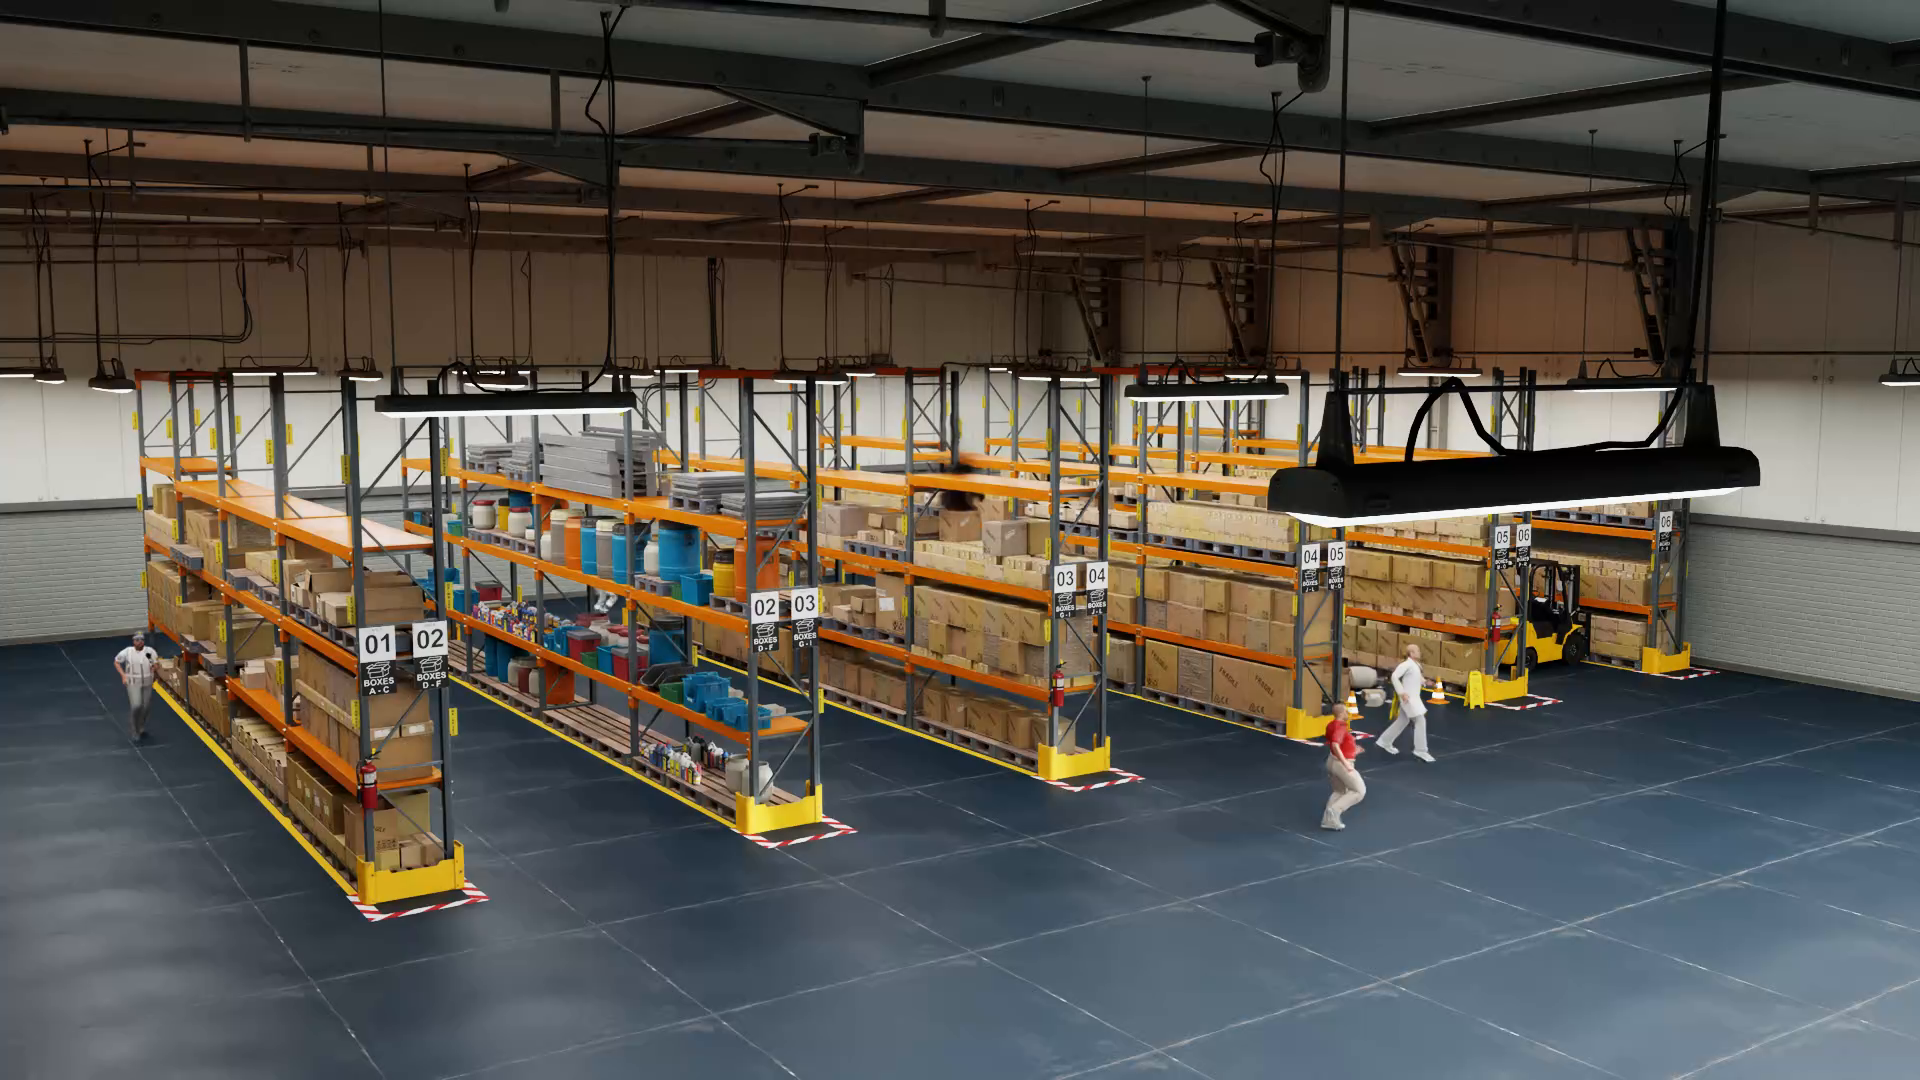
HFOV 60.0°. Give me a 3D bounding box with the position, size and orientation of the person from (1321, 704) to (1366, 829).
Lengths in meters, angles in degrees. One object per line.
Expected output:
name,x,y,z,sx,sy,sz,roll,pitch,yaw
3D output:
person,5.103,3.004,22.038,0.597,1.684,0.651,-1,7,-11

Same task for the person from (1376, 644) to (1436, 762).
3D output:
person,6.981,2.524,25.954,0.920,1.828,0.694,2,7,15

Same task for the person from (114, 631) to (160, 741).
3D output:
person,-13.455,2.392,27.298,0.635,1.833,0.759,-6,9,-42

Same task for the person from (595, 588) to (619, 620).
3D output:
person,-8.337,1.029,39.123,0.684,1.775,0.646,-2,7,-20
